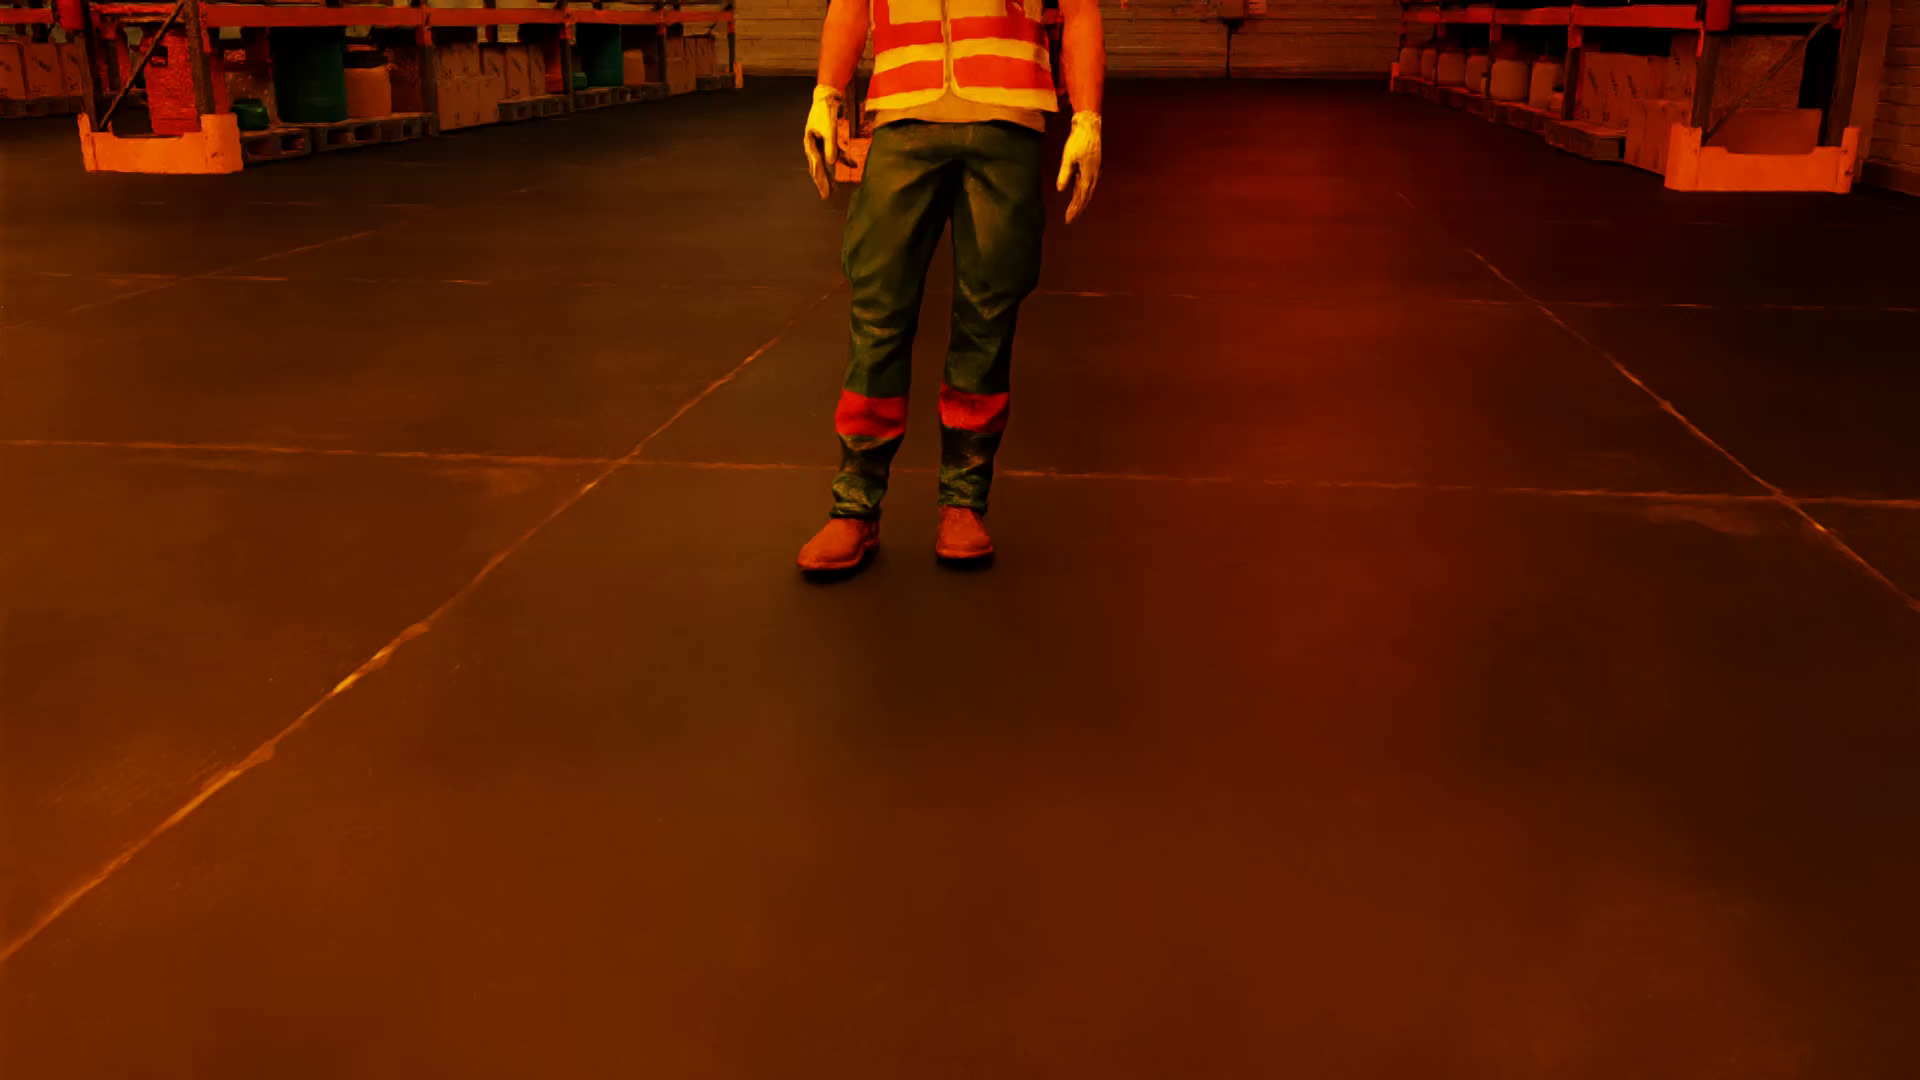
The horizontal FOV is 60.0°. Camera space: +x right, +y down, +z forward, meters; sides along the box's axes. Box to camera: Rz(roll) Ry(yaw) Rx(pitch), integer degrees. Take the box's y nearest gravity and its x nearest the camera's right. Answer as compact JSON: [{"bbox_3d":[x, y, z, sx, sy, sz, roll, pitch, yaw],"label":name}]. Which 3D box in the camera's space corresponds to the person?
[{"bbox_3d":[-0.021,-0.836,3.480,0.637,1.787,0.563,2,18,7],"label":"person"}]
